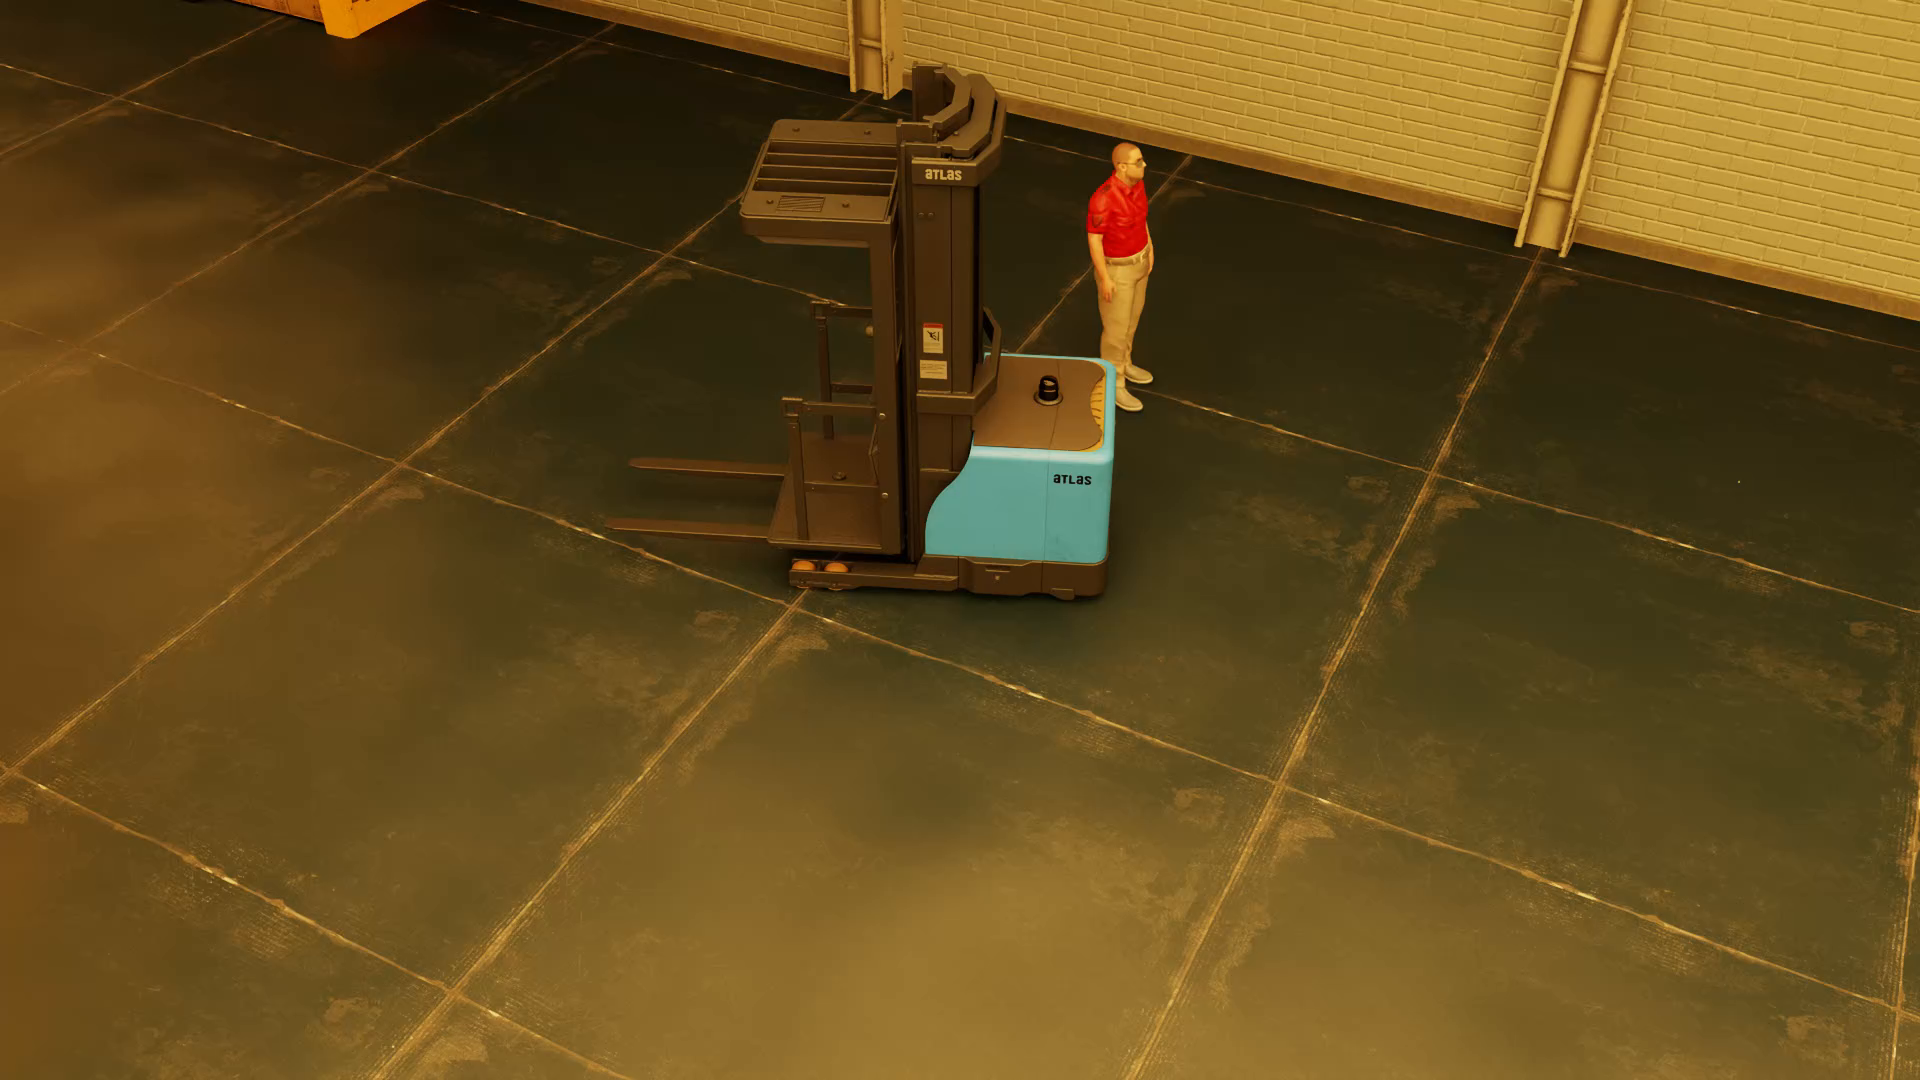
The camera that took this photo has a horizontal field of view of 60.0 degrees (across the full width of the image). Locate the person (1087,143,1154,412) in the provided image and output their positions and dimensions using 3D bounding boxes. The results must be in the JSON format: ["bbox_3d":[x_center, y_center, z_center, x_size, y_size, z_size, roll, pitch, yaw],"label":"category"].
[{"bbox_3d":[1.154,-1.772,11.012,0.550,1.726,0.642,24,46,26],"label":"person"}]

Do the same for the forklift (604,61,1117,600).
[{"bbox_3d":[-0.606,-1.157,9.360,3.031,2.935,1.130,3,40,4],"label":"forklift"}]
